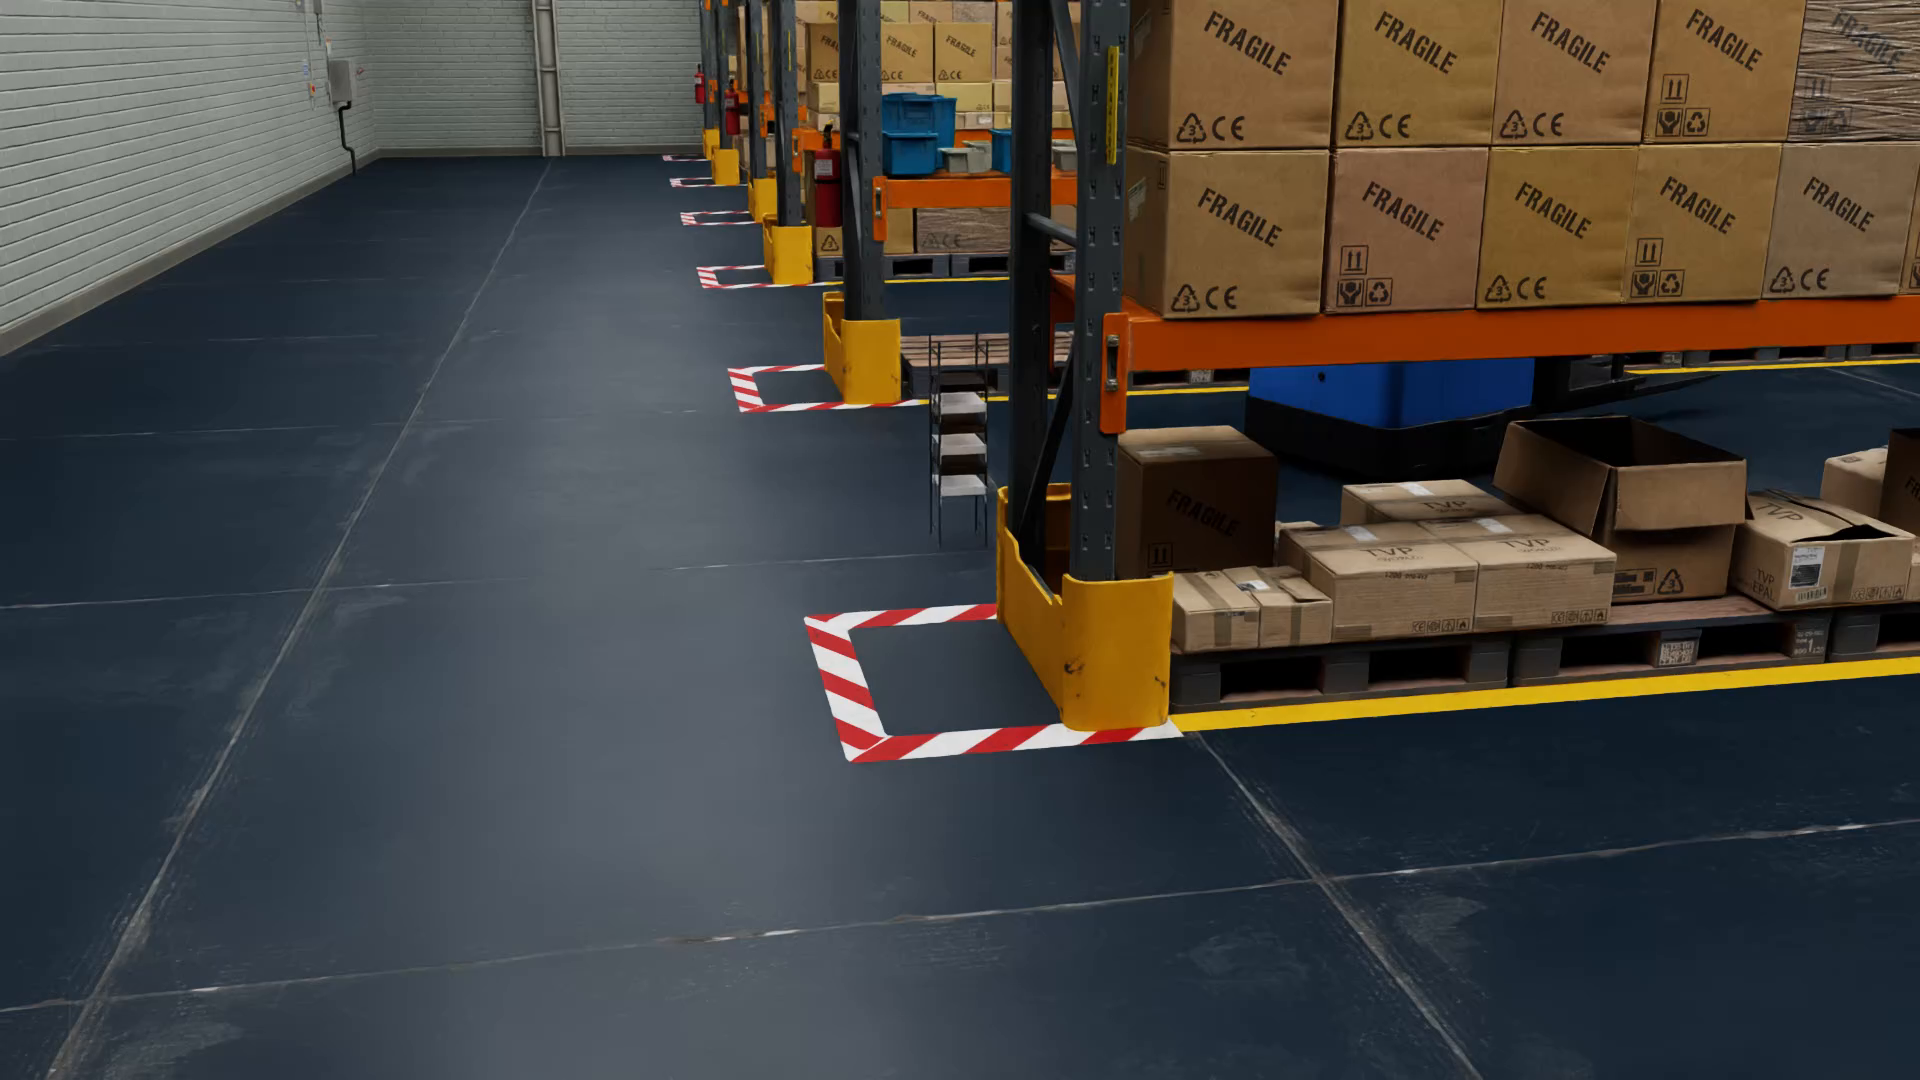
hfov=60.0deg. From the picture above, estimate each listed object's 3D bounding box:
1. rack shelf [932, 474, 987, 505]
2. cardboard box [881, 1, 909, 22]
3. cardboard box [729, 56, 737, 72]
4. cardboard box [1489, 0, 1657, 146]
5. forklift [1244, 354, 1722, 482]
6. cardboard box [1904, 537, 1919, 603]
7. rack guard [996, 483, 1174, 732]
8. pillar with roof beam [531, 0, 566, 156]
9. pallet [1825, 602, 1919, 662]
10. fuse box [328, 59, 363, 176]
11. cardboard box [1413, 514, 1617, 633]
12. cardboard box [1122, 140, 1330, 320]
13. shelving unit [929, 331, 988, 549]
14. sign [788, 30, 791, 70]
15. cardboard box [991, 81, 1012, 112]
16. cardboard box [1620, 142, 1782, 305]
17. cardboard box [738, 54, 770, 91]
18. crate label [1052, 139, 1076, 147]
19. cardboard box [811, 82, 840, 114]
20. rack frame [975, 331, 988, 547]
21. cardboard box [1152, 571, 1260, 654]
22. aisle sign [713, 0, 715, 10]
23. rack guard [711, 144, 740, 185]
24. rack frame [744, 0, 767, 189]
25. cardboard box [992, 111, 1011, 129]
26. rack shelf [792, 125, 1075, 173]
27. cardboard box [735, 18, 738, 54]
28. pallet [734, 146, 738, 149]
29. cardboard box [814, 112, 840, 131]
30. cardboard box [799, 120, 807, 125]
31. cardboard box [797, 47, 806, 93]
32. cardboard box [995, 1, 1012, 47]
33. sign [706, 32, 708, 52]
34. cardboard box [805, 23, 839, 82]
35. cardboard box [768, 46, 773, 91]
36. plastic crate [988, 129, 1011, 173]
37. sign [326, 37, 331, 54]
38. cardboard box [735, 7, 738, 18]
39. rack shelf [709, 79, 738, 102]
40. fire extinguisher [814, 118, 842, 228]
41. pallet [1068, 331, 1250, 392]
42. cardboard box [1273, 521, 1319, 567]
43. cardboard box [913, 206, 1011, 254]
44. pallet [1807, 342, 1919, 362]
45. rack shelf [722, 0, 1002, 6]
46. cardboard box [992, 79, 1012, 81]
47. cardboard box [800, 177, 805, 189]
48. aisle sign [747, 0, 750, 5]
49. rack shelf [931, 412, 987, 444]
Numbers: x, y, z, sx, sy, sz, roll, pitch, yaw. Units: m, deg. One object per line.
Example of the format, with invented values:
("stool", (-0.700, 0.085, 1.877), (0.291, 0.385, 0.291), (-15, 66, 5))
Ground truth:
("rack shelf", (-0.008, -0.226, 7.224), (0.200, 0.077, 0.258), (-3, 17, -10))
("cardboard box", (-0.884, -5.953, 19.187), (0.500, 0.500, 0.500), (-4, 17, -12))
("cardboard box", (-3.871, -8.154, 28.482), (0.500, 0.250, 0.500), (-3, 17, -10))
("cardboard box", (1.822, -1.524, 5.276), (0.500, 0.500, 0.500), (-3, 17, -10))
("forklift", (3.008, -1.996, 8.802), (3.031, 2.935, 1.130), (-11, 20, -32))
("cardboard box", (3.398, 0.089, 6.002), (0.250, 0.149, 0.380), (-3, 17, -10))
("rack guard", (0.407, 0.198, 5.797), (0.348, 0.500, 1.175), (-3, 17, -10))
("pillar with roof beam", (-6.370, -9.872, 24.110), (0.400, 9.000, 9.100), (-3, 17, -10))
("pallet", (3.586, 0.156, 6.428), (1.213, 0.211, 1.003), (-3, 17, -10))
("fuse box", (-9.210, -6.382, 25.159), (0.414, 1.711, 0.539), (-3, 17, -10))
("cardboard box", (1.902, 0.108, 5.769), (0.500, 0.250, 0.500), (-3, 17, -10))
("cardboard box", (0.818, -0.989, 5.235), (0.500, 0.500, 0.500), (-3, 17, -9))
("shelving unit", (-0.008, -0.430, 7.161), (0.210, 0.900, 0.258), (-3, 17, -10))
("sign", (-1.443, -4.140, 14.054), (0.005, 0.325, 0.100), (-3, 17, -10))
("cardboard box", (0.494, -3.956, 14.815), (0.500, 0.250, 0.500), (-4, 17, -12))
("cardboard box", (2.308, -1.073, 5.511), (0.500, 0.500, 0.500), (-3, 17, -10))
("cardboard box", (-2.897, -6.697, 23.819), (0.500, 0.500, 0.500), (-3, 17, -11))
("crate label", (0.719, -2.455, 10.526), (0.243, 0.136, 0.396), (-3, 17, -10))
("cardboard box", (-1.020, -3.868, 14.527), (0.500, 0.250, 0.500), (-4, 17, -12))
("rack frame", (0.092, -0.435, 7.180), (0.006, 0.900, 0.240), (-3, 17, -10))
("cardboard box", (0.809, 0.236, 5.524), (0.250, 0.149, 0.380), (-3, 17, -10))
("aisle sign", (-3.552, -8.033, 23.912), (0.004, 0.787, 0.394), (-3, 17, -10))
("rack guard", (-3.446, -5.509, 24.379), (0.348, 0.500, 1.175), (-3, 17, -10))
("rack frame", (-2.385, -5.284, 19.389), (0.127, 3.000, 1.000), (-3, 17, -10))
("cardboard box", (0.378, -3.739, 14.787), (0.250, 0.149, 0.380), (-4, 17, -12))
("rack shelf", (0.421, -3.616, 15.183), (4.000, 0.370, 1.077), (-3, 17, -10))
("cardboard box", (-2.995, -7.326, 24.166), (0.500, 0.500, 0.500), (-3, 17, -9))
("pallet", (-3.511, -6.851, 29.243), (1.213, 0.211, 1.003), (-3, 17, -10))
("cardboard box", (-1.132, -3.653, 14.507), (0.250, 0.149, 0.380), (-3, 17, -10))
("cardboard box", (-2.903, -7.185, 29.120), (0.500, 0.500, 0.700), (-3, 17, -8))
("cardboard box", (-1.891, -5.419, 19.152), (0.500, 0.500, 0.500), (-2, 17, -8))
("cardboard box", (0.626, -6.040, 19.471), (0.500, 0.500, 0.500), (-4, 17, -12))
("sign", (-4.265, -8.393, 28.038), (0.005, 0.325, 0.100), (-3, 17, -10))
("cardboard box", (-1.114, -4.380, 14.918), (0.500, 0.500, 0.500), (-3, 17, -10))
("cardboard box", (-1.992, -5.573, 19.653), (0.500, 0.500, 0.500), (-3, 17, -9))
("plastic crate", (0.348, -2.325, 9.937), (0.300, 0.233, 0.416), (-3, 17, -10))
("sign", (-9.403, -7.365, 24.759), (0.001, 0.242, 0.339), (-3, 17, -10))
("cardboard box", (-3.108, -7.619, 24.012), (0.250, 0.149, 0.380), (-3, 17, -10))
("rack shelf", (-2.404, -7.903, 29.143), (4.000, 0.370, 1.077), (-3, 17, -10))
("fire extinguisher", (-0.838, -2.328, 10.532), (0.183, 0.674, 0.296), (-3, 17, -10))
("pallet", (1.409, -1.189, 10.807), (1.213, 0.211, 1.003), (-3, 17, -10))
("cardboard box", (1.235, 0.054, 6.087), (0.250, 0.166, 0.380), (-3, 17, -10))
("cardboard box", (-0.036, -3.143, 15.321), (0.875, 0.875, 0.875), (-3, 17, -10))
("pallet", (6.485, -1.477, 11.744), (1.213, 0.211, 1.003), (-3, 17, -10))
("rack shelf", (-1.459, -7.906, 24.044), (4.000, 0.370, 1.077), (-3, 17, -10))
("cardboard box", (0.391, -4.109, 15.313), (0.500, 0.250, 0.500), (-3, 17, -10))
("cardboard box", (-1.821, -4.219, 19.556), (0.250, 0.149, 0.380), (-3, 17, -8))
("aisle sign", (-2.399, -6.436, 18.712), (0.004, 0.787, 0.394), (-3, 17, -10))
("rack shelf", (-0.008, -0.484, 7.145), (0.200, 0.077, 0.258), (-3, 17, -10))
